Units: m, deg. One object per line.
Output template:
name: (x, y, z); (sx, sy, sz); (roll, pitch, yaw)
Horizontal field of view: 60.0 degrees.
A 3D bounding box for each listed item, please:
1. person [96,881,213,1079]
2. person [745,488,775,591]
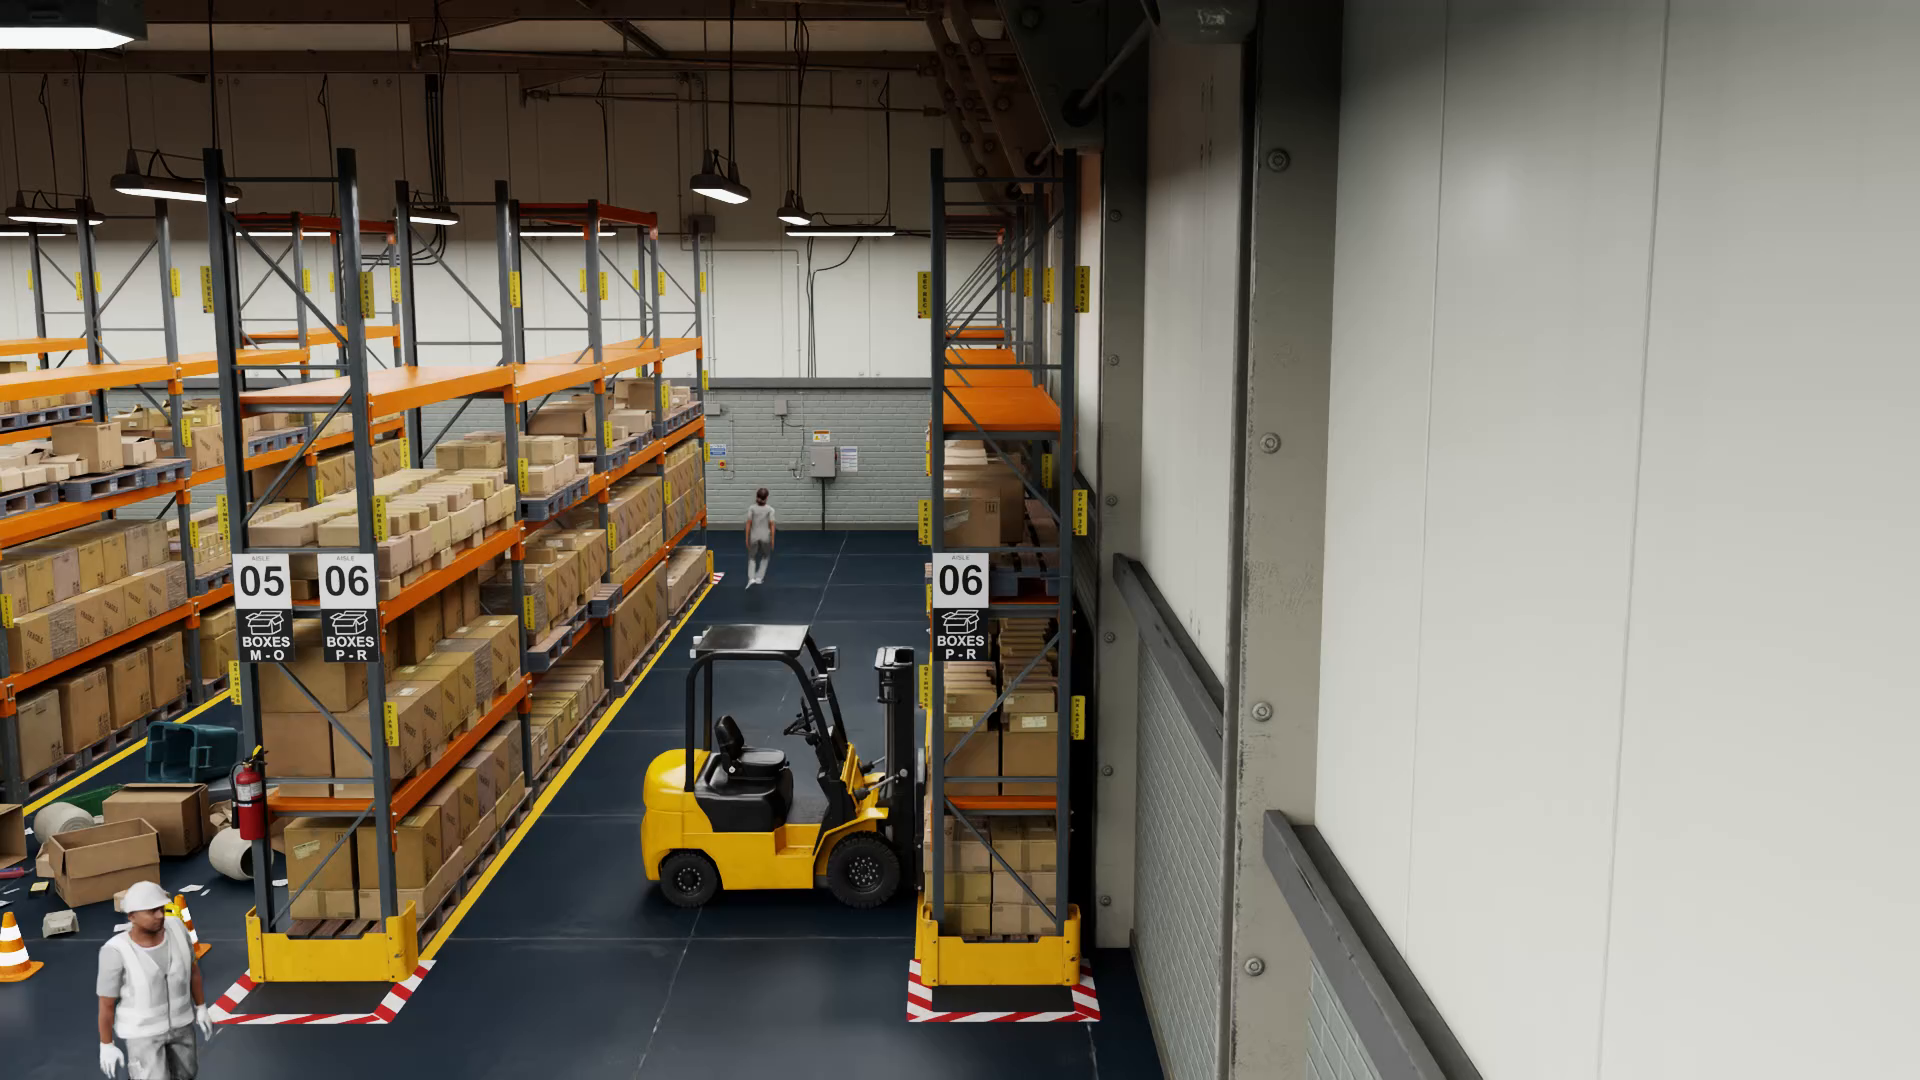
person: (-4.622, 2.791, 9.533); (0.905, 1.759, 0.619); (6, 11, 32)
person: (-3.149, -0.009, 26.271); (0.483, 1.636, 0.570); (1, 9, 3)
